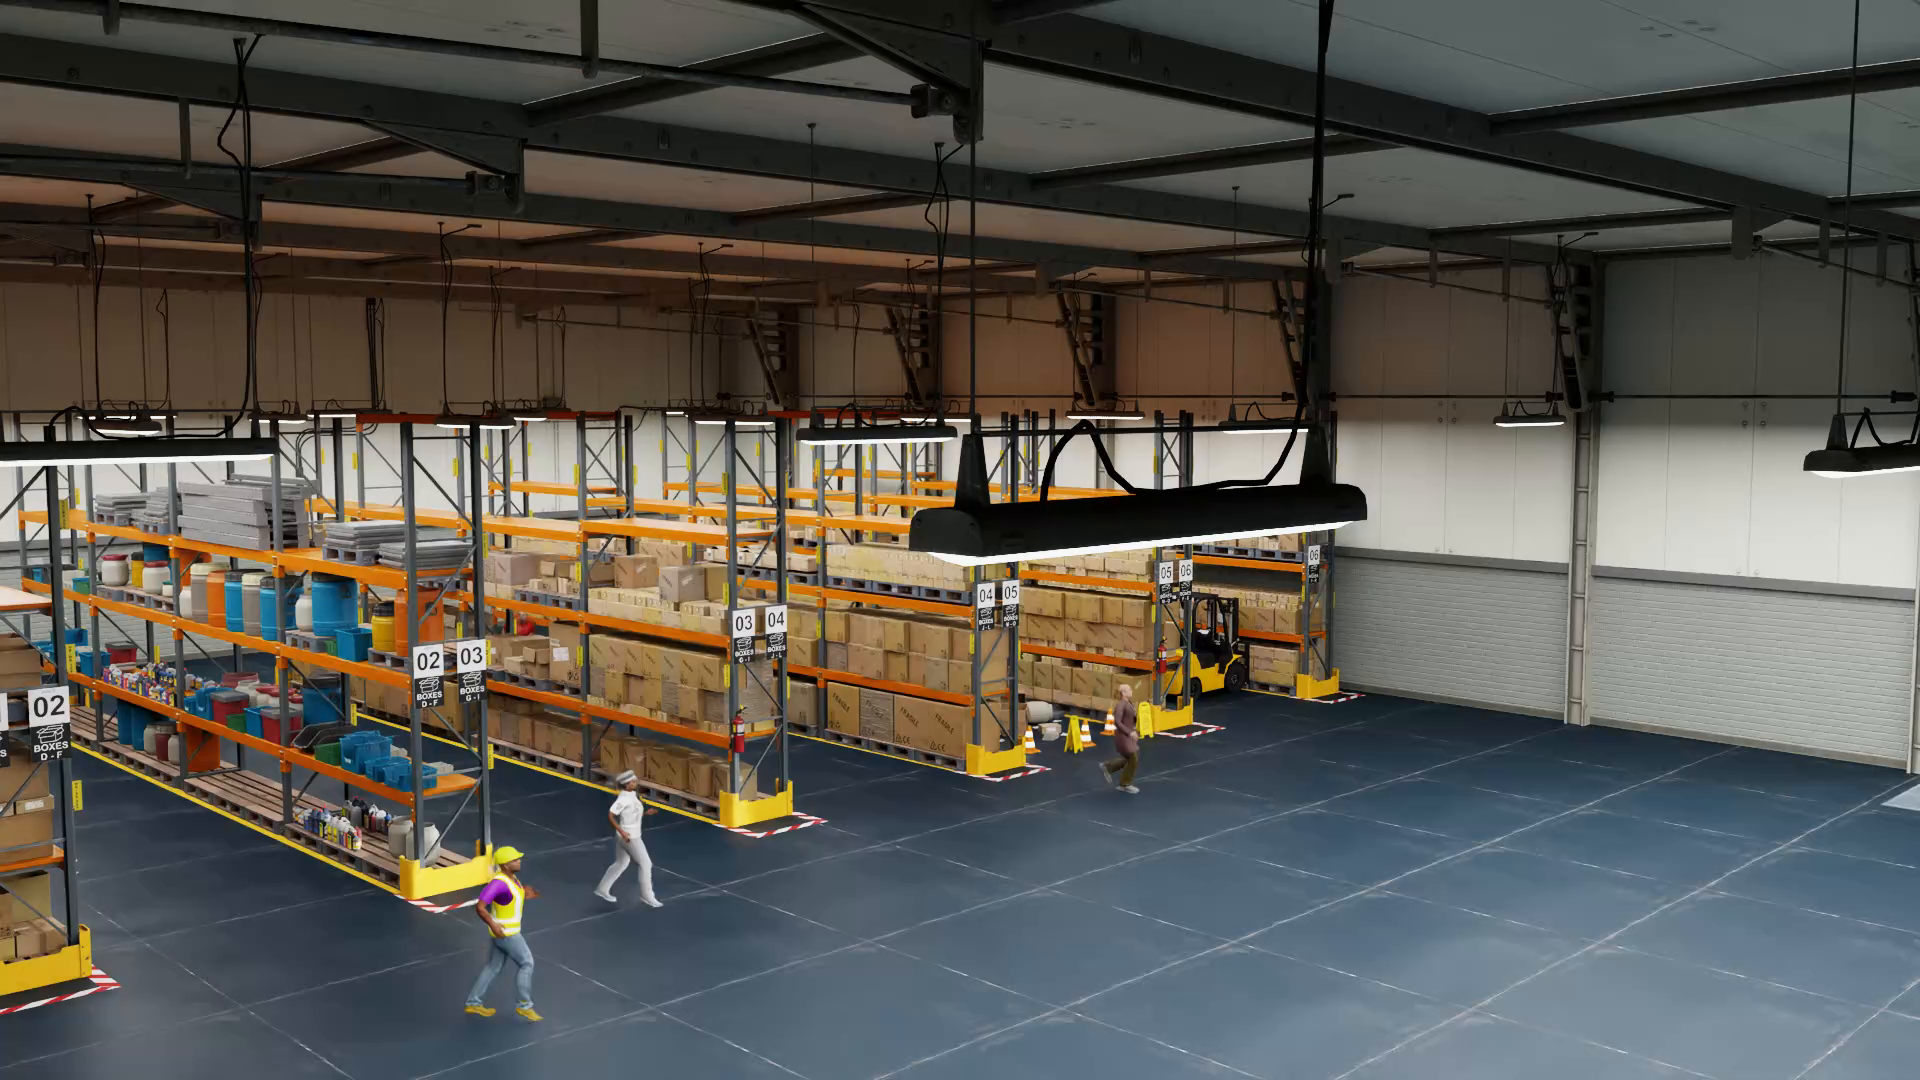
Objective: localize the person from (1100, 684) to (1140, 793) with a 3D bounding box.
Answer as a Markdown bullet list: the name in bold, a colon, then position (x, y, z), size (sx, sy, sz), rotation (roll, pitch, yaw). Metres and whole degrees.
- **person**: position (2.556, 3.160, 26.632), size (0.659, 1.736, 0.743), rotation (1, 5, 11)

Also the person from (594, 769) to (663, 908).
- **person**: position (-4.105, 3.694, 20.531), size (0.833, 1.740, 0.555), rotation (-1, 5, -14)

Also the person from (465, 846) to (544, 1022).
- **person**: position (-4.631, 3.999, 16.841), size (0.783, 1.833, 0.664), rotation (-2, 5, -20)

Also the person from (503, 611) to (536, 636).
- **person**: position (-9.492, 2.390, 35.888), size (0.888, 1.795, 0.609), rotation (4, 6, 40)
